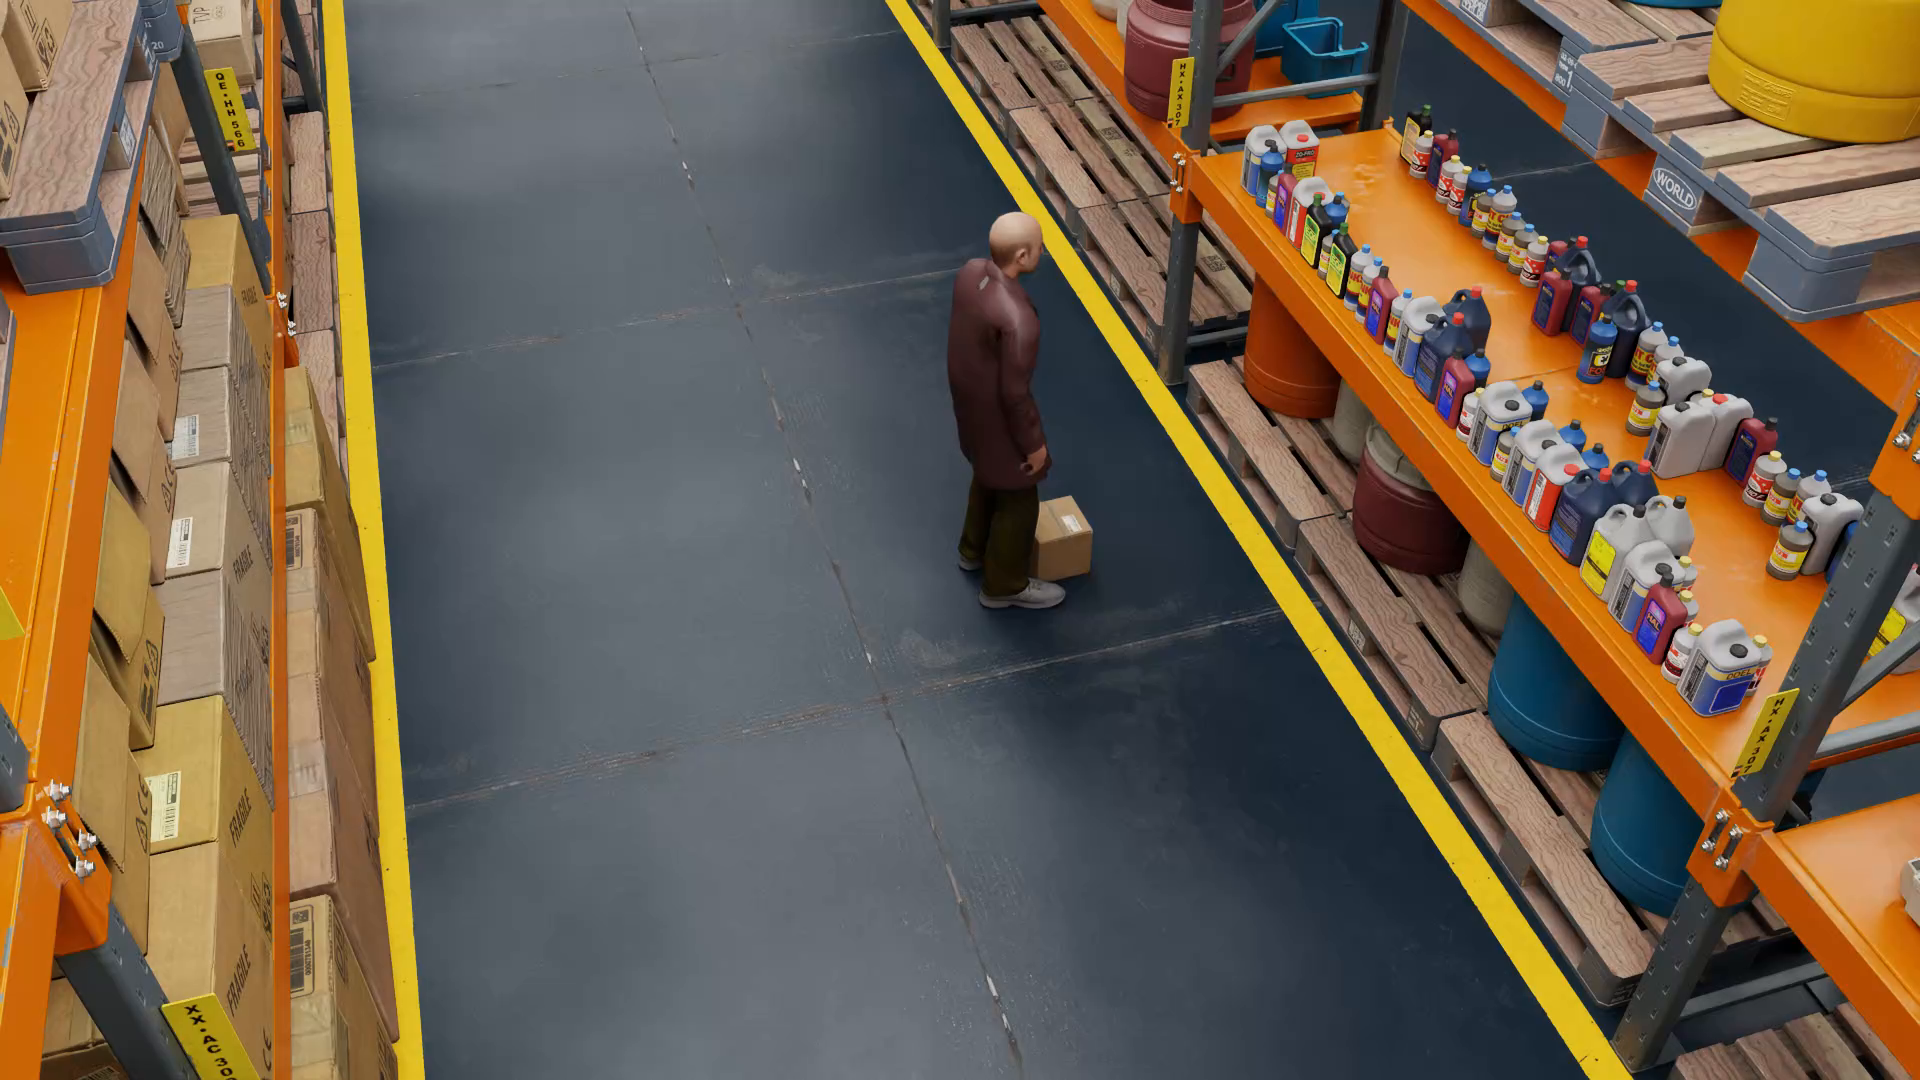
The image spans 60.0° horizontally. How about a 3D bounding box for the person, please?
[{"bbox_3d":[0.174,-0.523,6.760,0.429,1.772,0.647,-14,44,-15],"label":"person"}]
